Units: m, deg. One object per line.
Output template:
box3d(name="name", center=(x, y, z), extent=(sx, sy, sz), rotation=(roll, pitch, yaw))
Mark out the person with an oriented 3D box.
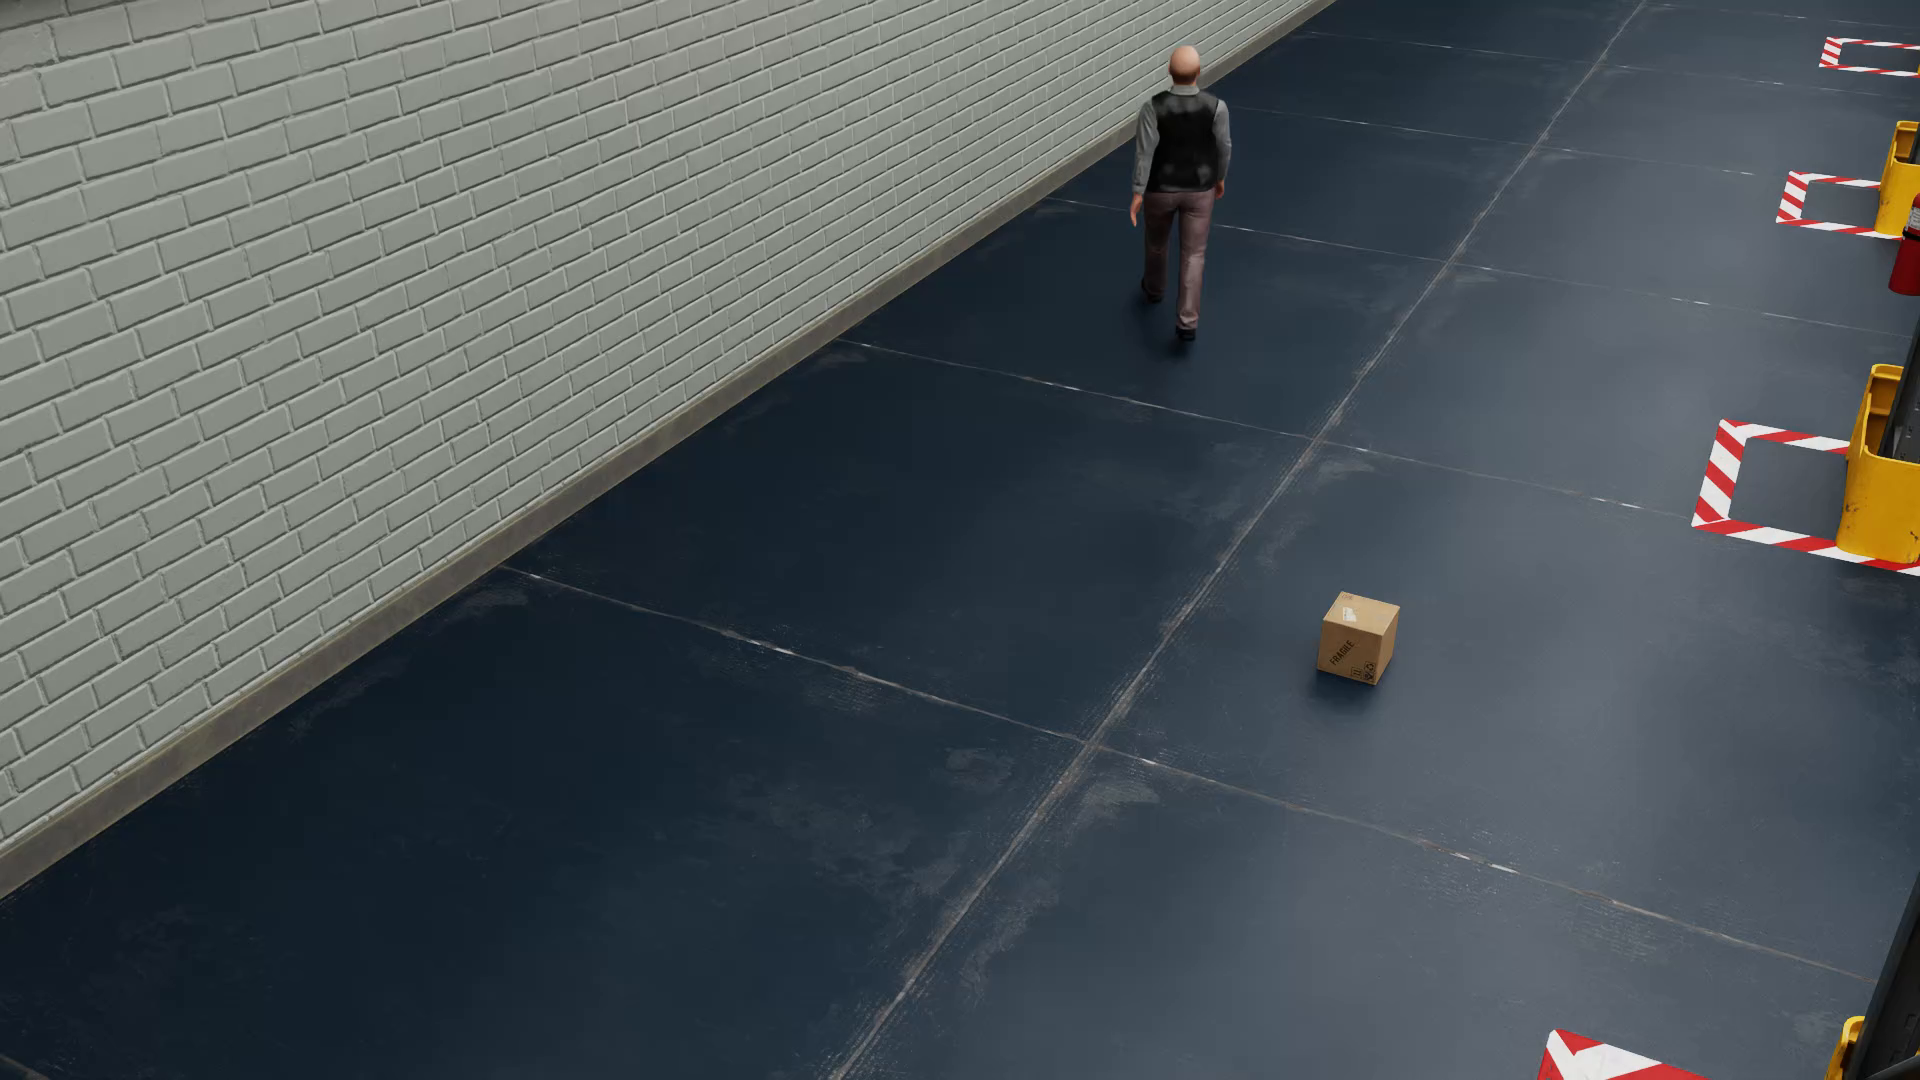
box3d(name="person", center=(1.297, -2.081, 9.793), extent=(0.563, 1.669, 1.067), rotation=(4, 30, 7))
